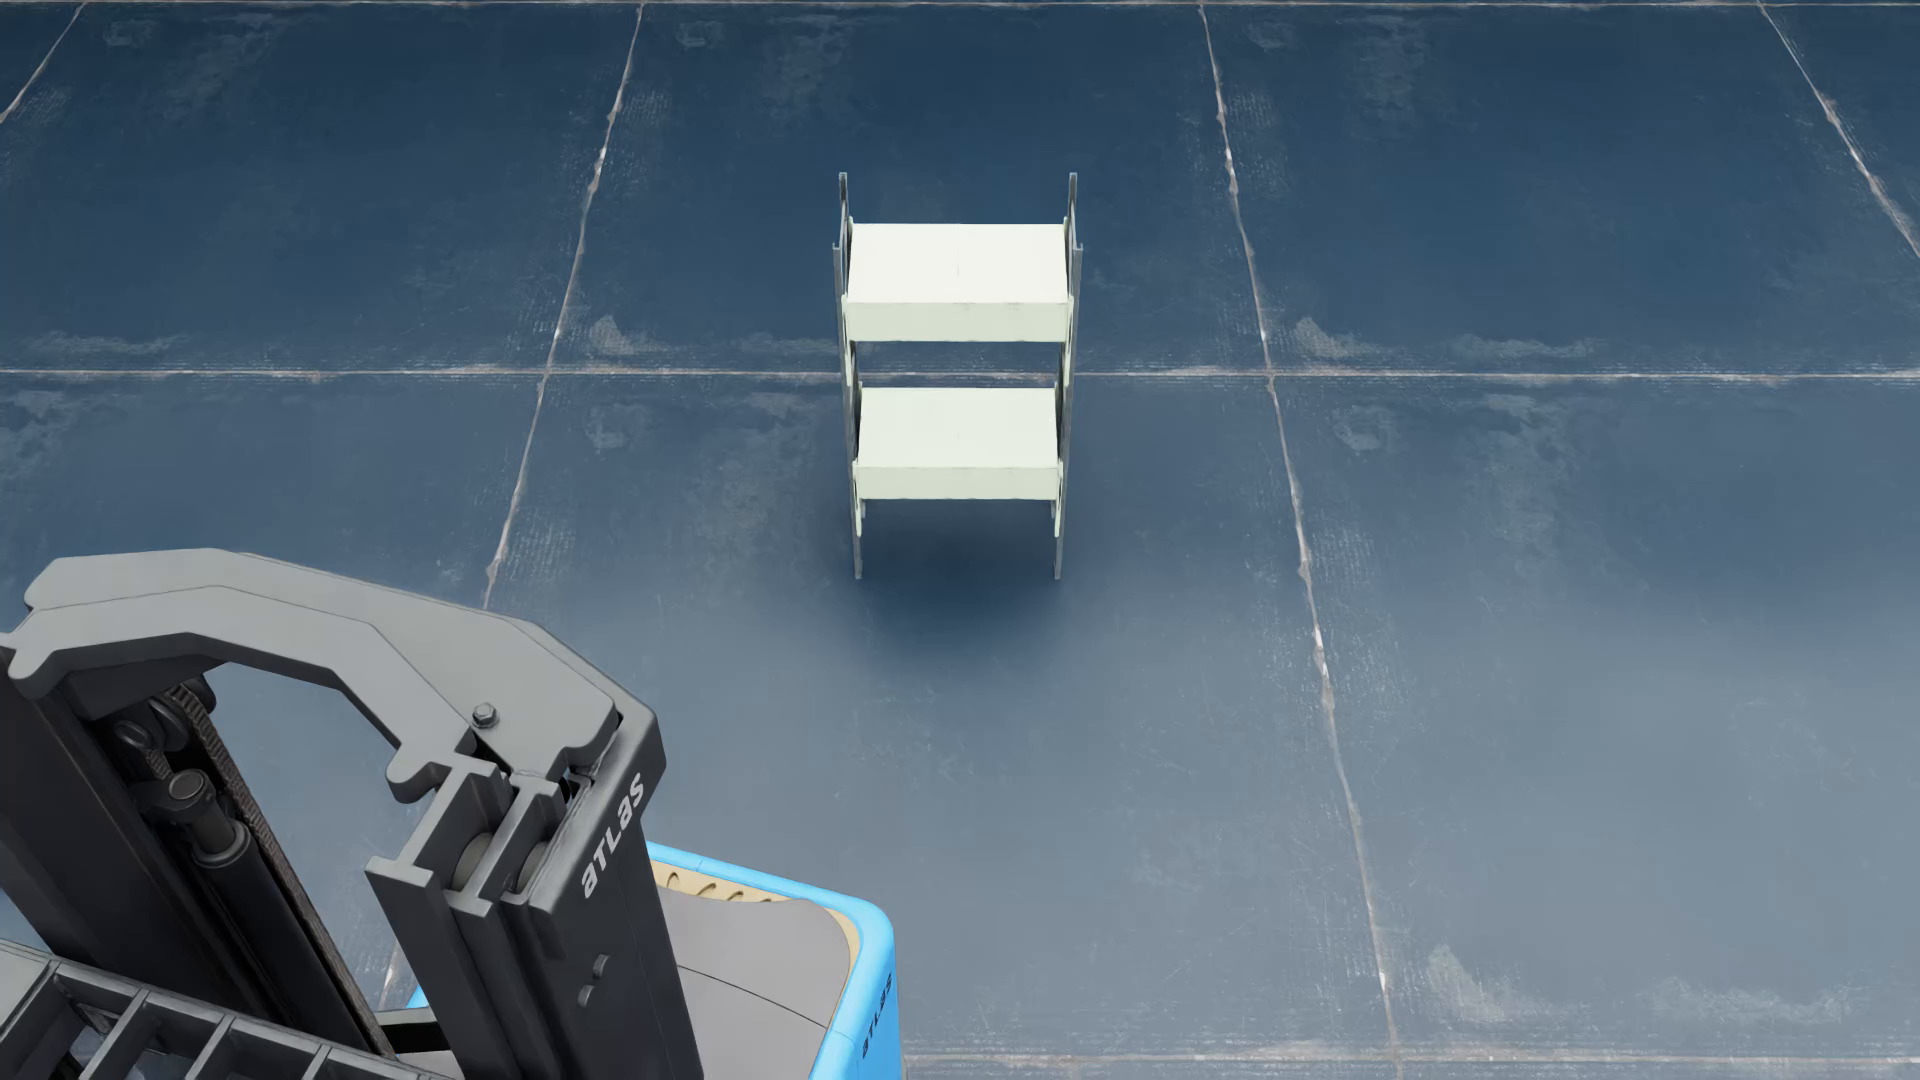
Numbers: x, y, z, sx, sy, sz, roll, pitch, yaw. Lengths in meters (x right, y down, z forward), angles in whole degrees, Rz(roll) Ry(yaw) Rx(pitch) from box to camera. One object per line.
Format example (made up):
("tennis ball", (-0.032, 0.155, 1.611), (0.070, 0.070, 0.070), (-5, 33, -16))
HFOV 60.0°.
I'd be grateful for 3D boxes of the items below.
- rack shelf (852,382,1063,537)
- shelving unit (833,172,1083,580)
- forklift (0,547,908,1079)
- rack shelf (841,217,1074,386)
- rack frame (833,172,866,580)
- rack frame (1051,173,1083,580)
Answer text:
("rack shelf", (-0.007, -0.289, 5.940), (0.720, 0.370, 0.431), (0, 47, 0))
("shelving unit", (-0.007, -0.511, 5.701), (0.755, 1.500, 0.431), (0, 47, 0))
("forklift", (-1.060, 1.543, 2.811), (1.130, 2.935, 3.031), (13, 48, 11))
("rack shelf", (-0.007, -0.777, 5.415), (0.720, 0.370, 0.431), (0, 47, 0))
("rack frame", (-0.373, -0.512, 5.702), (0.023, 1.500, 0.400), (0, 47, 0))
("rack frame", (0.359, -0.510, 5.700), (0.023, 1.500, 0.400), (0, 47, 0))
